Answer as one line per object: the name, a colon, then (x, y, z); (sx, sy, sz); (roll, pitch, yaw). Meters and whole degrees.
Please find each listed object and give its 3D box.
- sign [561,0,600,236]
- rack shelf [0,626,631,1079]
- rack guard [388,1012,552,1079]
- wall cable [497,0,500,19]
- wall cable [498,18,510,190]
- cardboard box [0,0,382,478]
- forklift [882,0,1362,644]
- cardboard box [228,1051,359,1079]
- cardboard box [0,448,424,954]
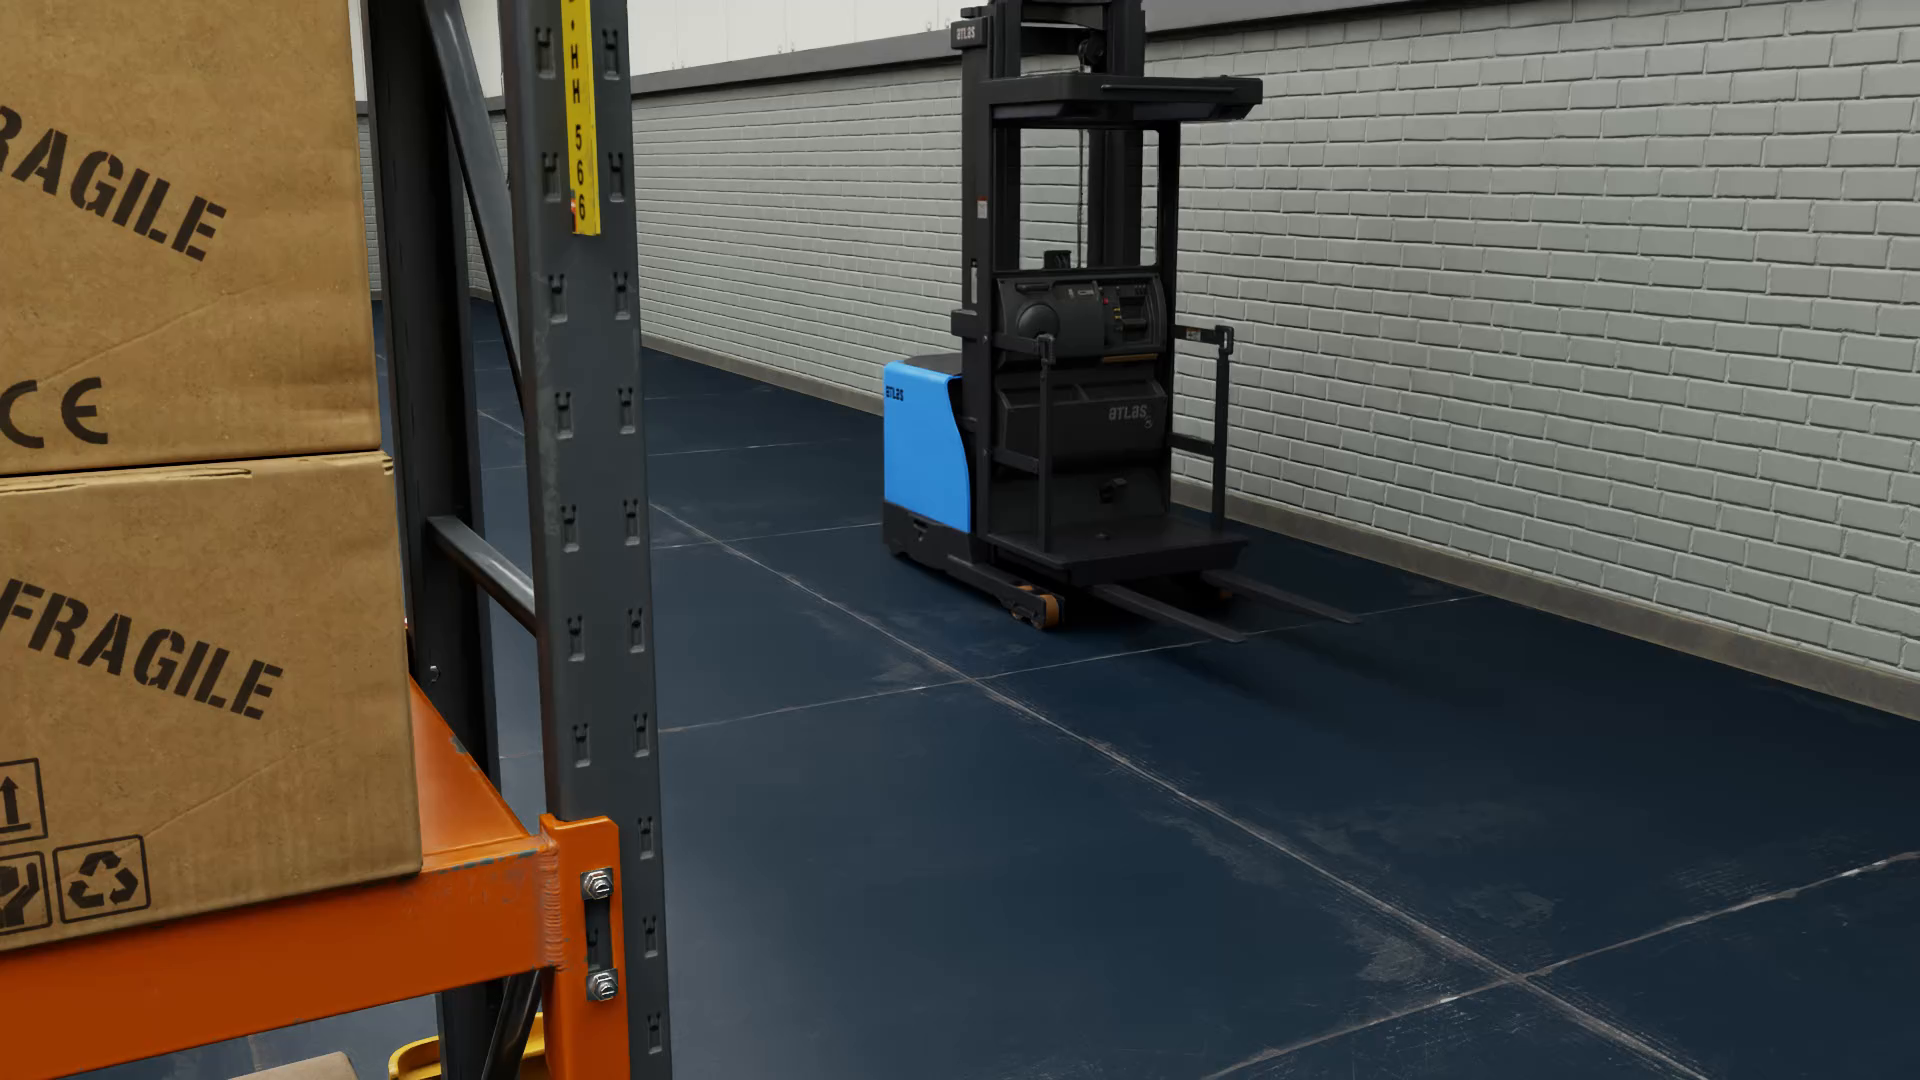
sign: (-0.420, -0.502, 1.829); (0.005, 0.325, 0.100); (-7, 14, -28)
rack shelf: (-2.423, 0.634, 1.598); (4.000, 0.370, 1.077); (-7, 14, -28)
rack guard: (-0.647, 1.290, 2.739); (0.348, 0.500, 1.175); (-7, 14, -28)
wall cable: (-6.104, -8.581, 22.814); (0.112, 2.526, 3.097); (-7, 14, -28)
wall cable: (-7.401, -6.639, 25.685); (0.112, 2.526, 3.097); (-7, 14, -28)
cardboard box: (-0.977, -0.367, 1.904); (0.500, 0.500, 0.500); (-6, 14, -26)
forklift: (0.704, -1.125, 7.933); (1.130, 2.935, 3.031); (-7, 14, -27)
cardboard box: (-1.199, 1.207, 2.295); (0.875, 0.438, 0.875); (-7, 15, -30)
cardboard box: (-0.964, 0.126, 1.991); (0.500, 0.500, 0.500); (-7, 14, -28)
